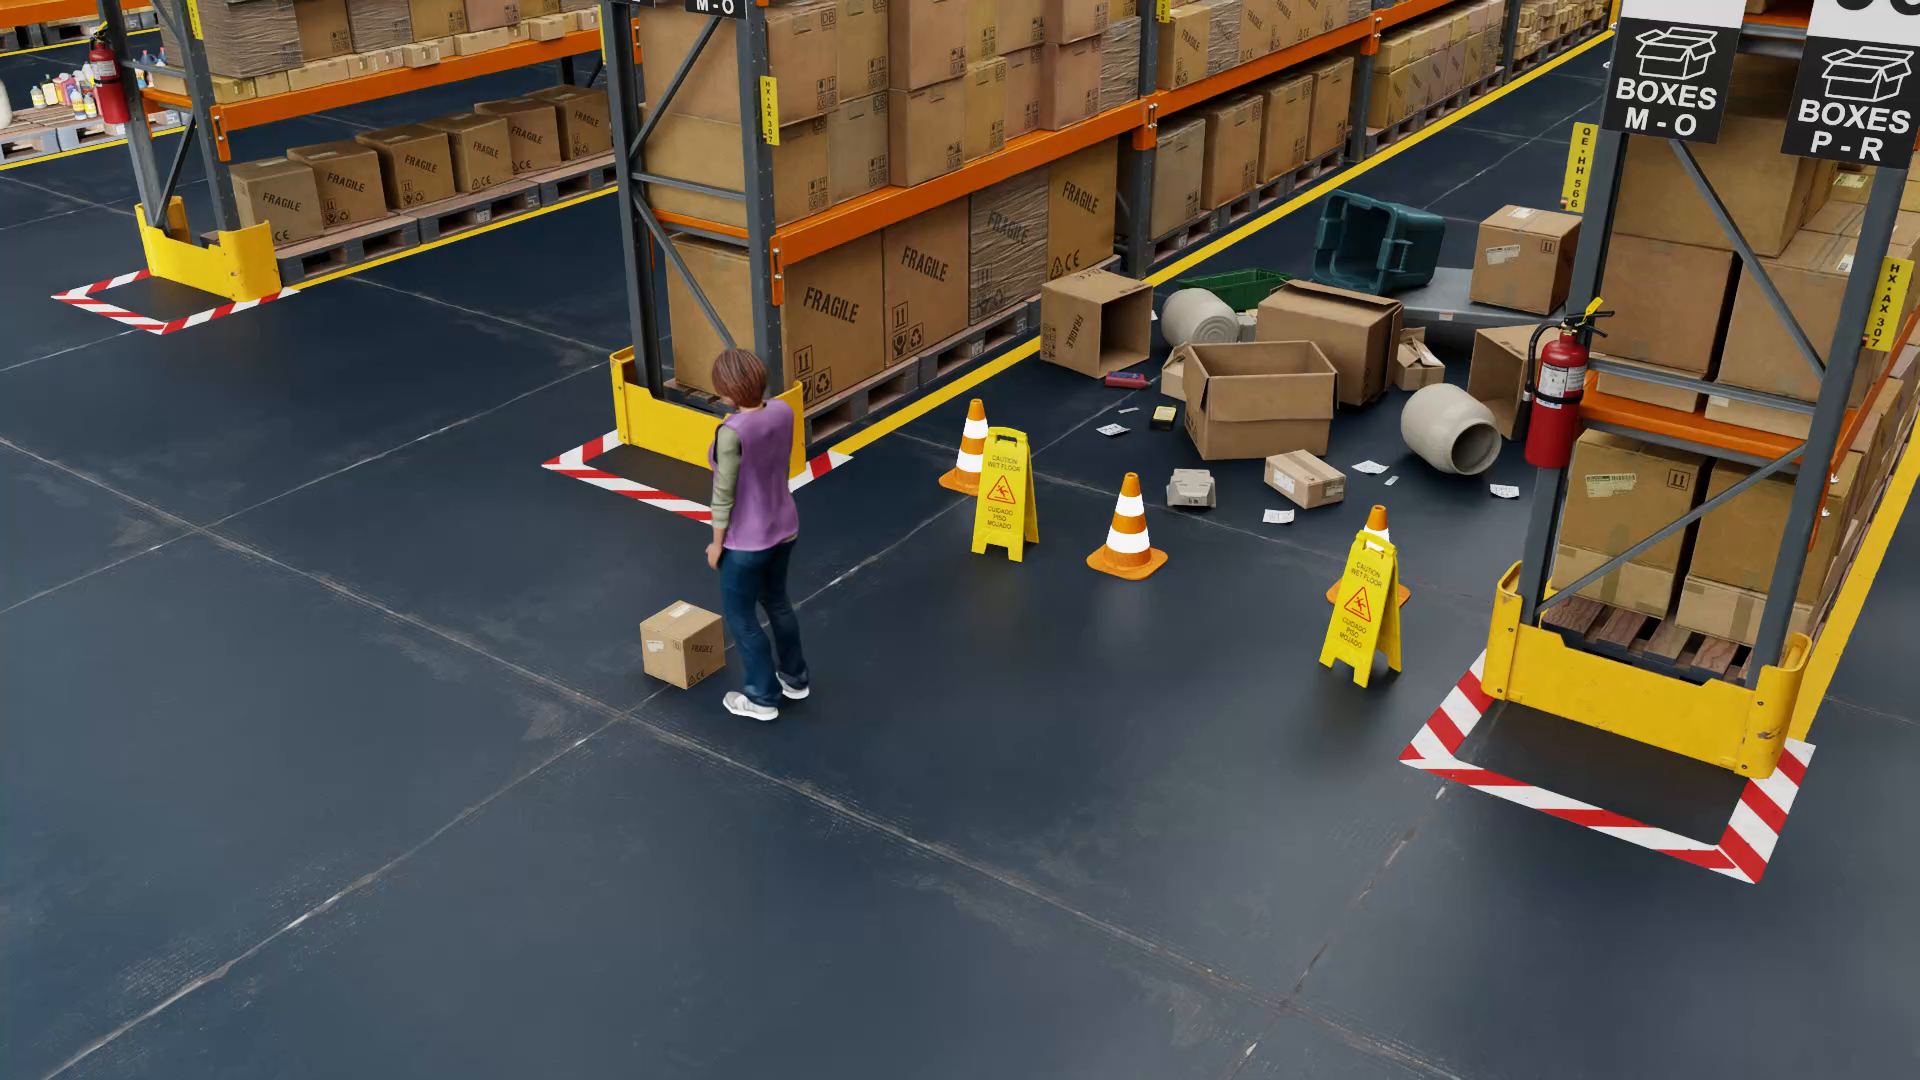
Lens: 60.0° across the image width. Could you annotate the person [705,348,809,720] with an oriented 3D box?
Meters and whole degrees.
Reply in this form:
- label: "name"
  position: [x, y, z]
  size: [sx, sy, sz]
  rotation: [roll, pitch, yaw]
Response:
- label: "person"
  position: [-0.824, -0.001, 6.657]
  size: [0.301, 1.580, 0.408]
  rotation: [18, 32, 31]
